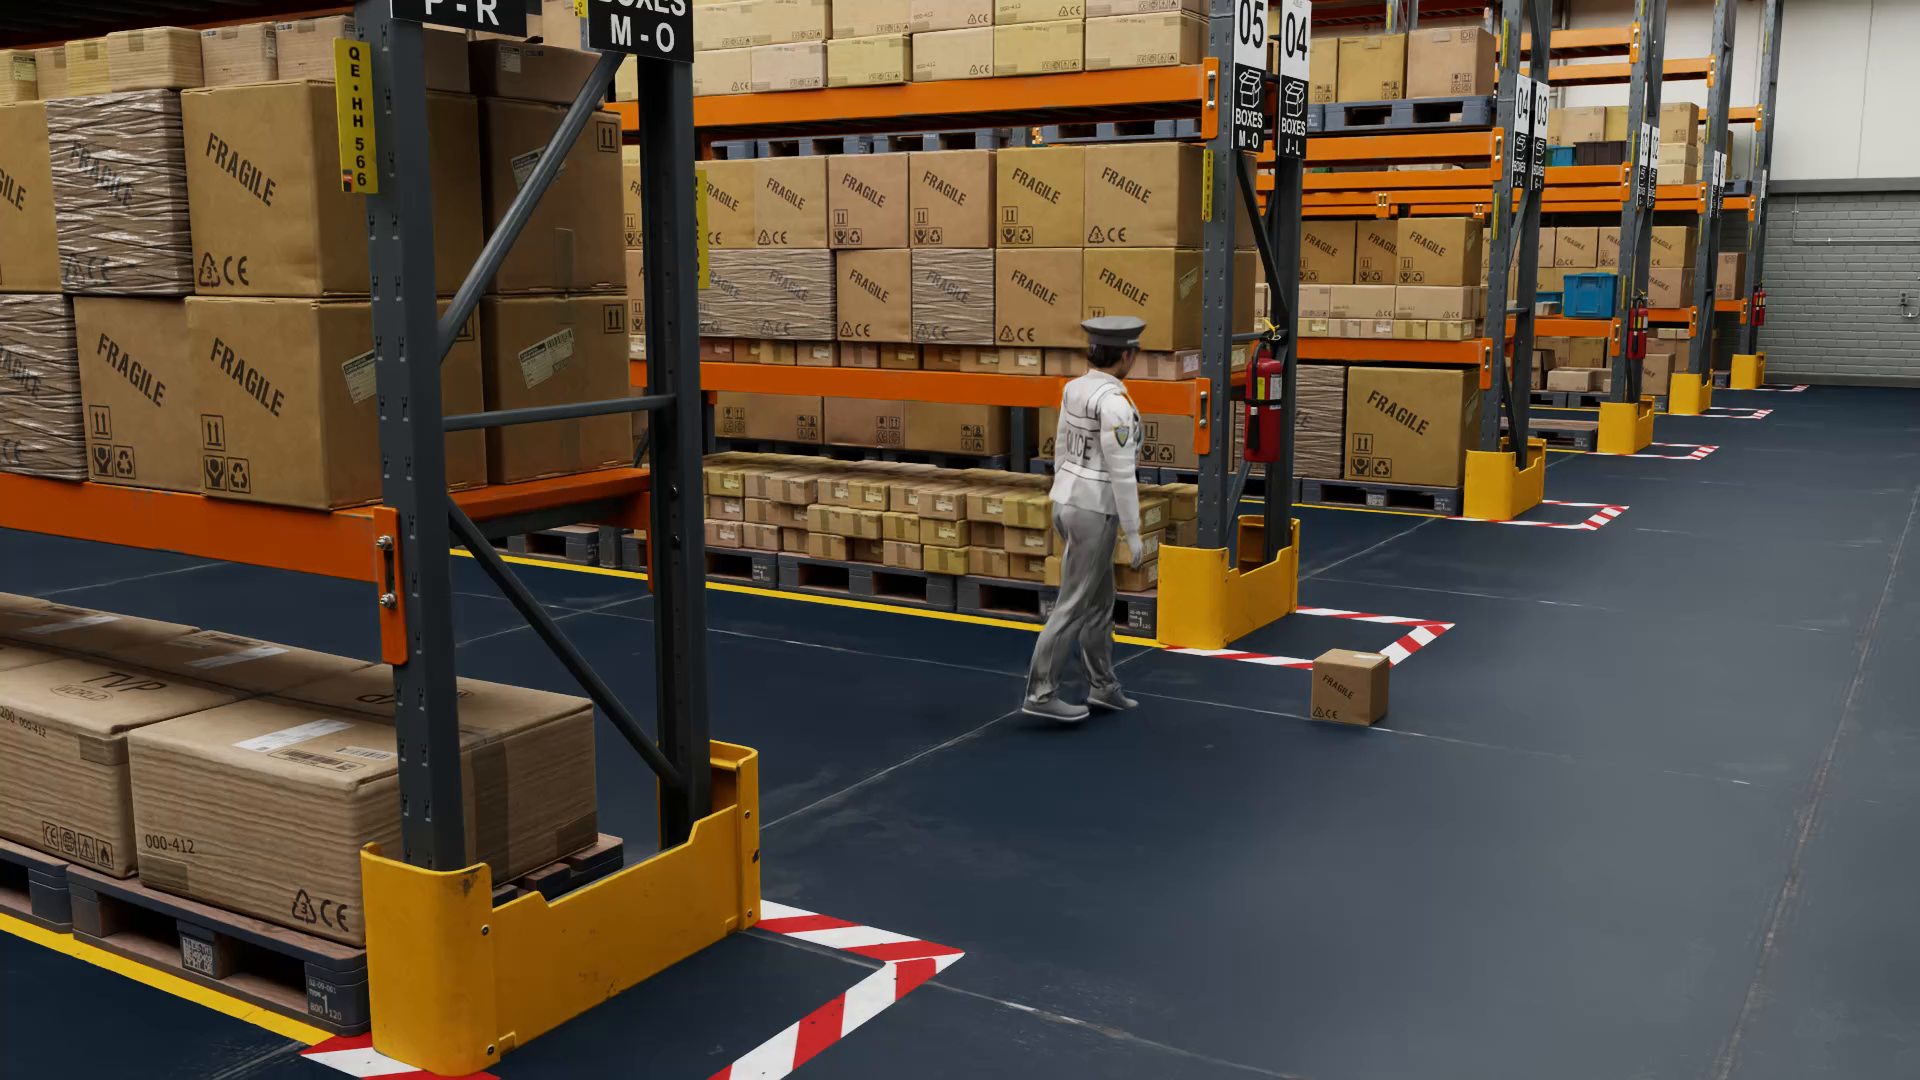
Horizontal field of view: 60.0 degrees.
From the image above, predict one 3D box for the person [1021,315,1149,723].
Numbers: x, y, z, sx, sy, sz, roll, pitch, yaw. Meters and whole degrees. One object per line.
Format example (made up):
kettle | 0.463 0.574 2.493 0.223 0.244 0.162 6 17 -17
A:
person | 0.535 -0.057 6.763 0.595 1.701 0.509 -3 10 -15
